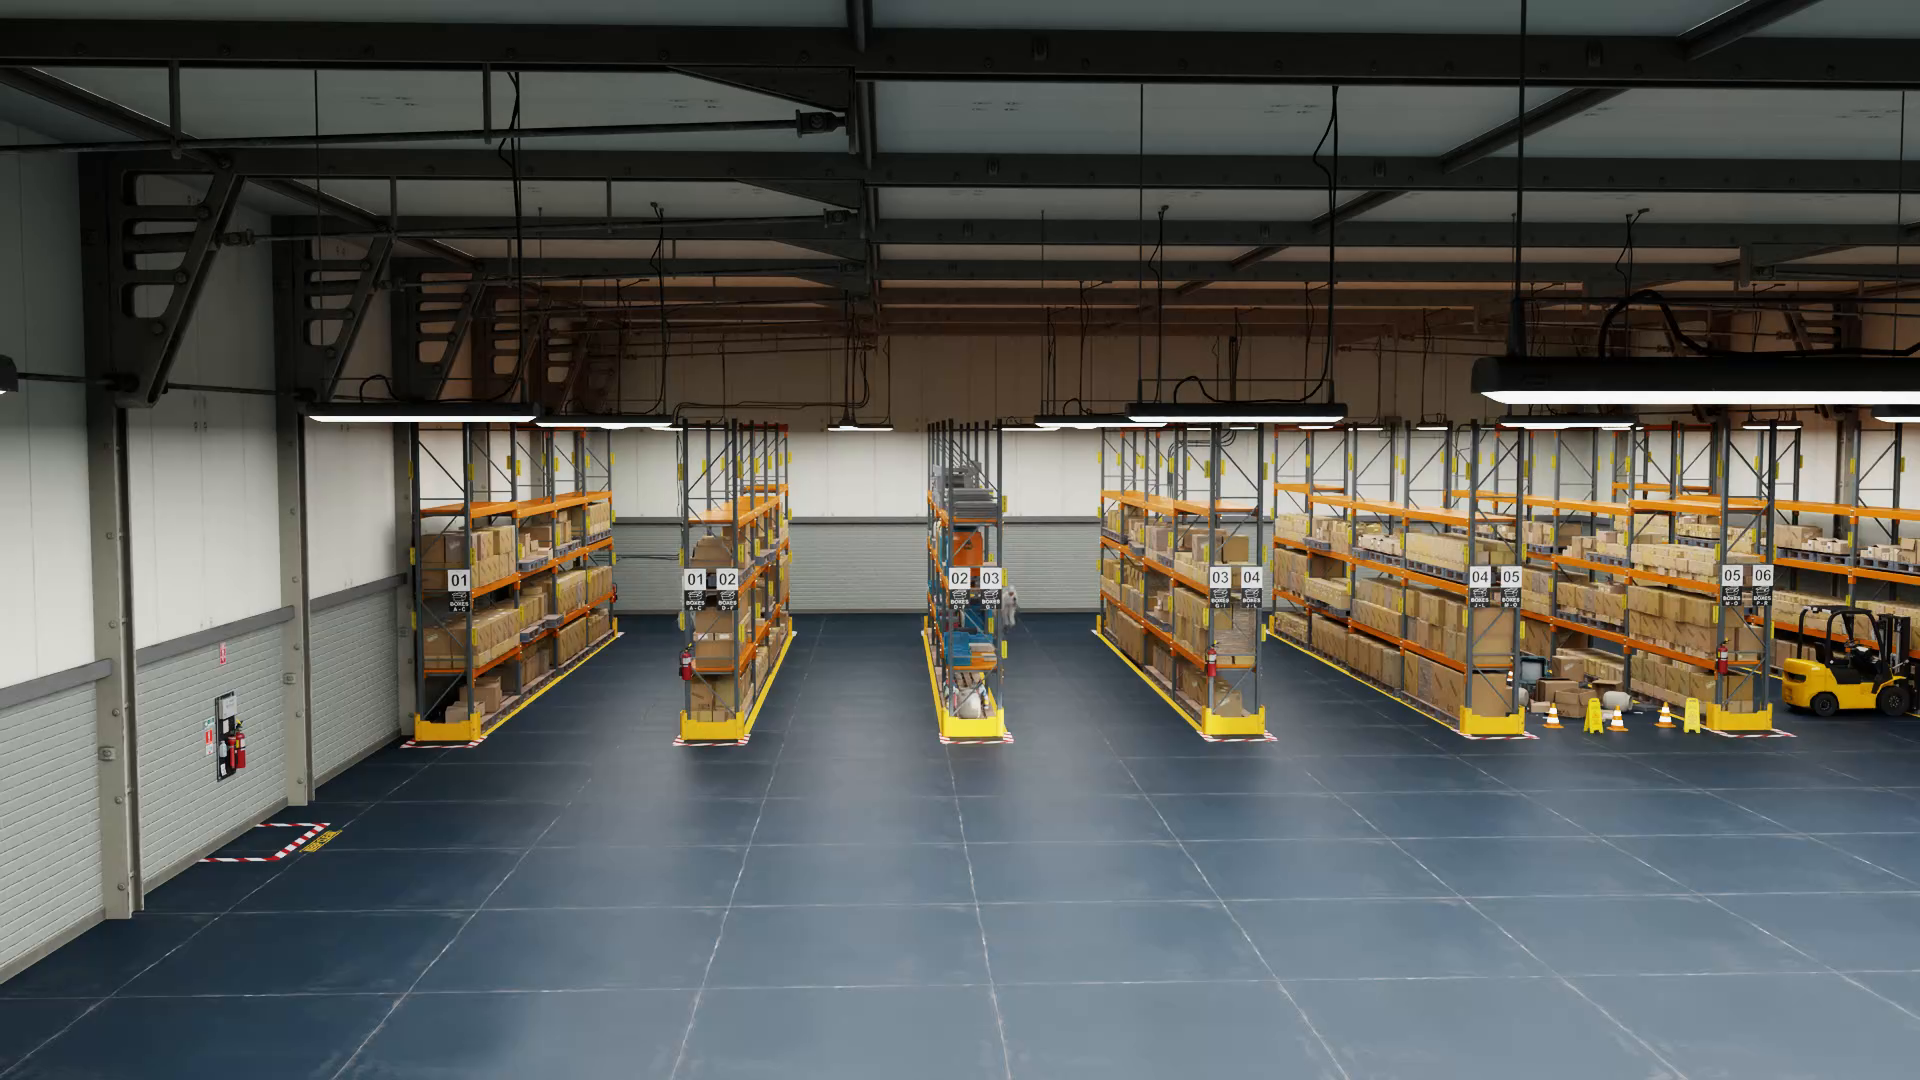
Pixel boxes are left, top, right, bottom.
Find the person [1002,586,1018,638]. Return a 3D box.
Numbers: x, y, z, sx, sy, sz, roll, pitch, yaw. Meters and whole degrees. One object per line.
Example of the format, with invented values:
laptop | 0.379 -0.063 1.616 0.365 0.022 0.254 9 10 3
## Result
person | 1.256 1.952 45.065 0.621 1.465 0.812 -2 4 -24
